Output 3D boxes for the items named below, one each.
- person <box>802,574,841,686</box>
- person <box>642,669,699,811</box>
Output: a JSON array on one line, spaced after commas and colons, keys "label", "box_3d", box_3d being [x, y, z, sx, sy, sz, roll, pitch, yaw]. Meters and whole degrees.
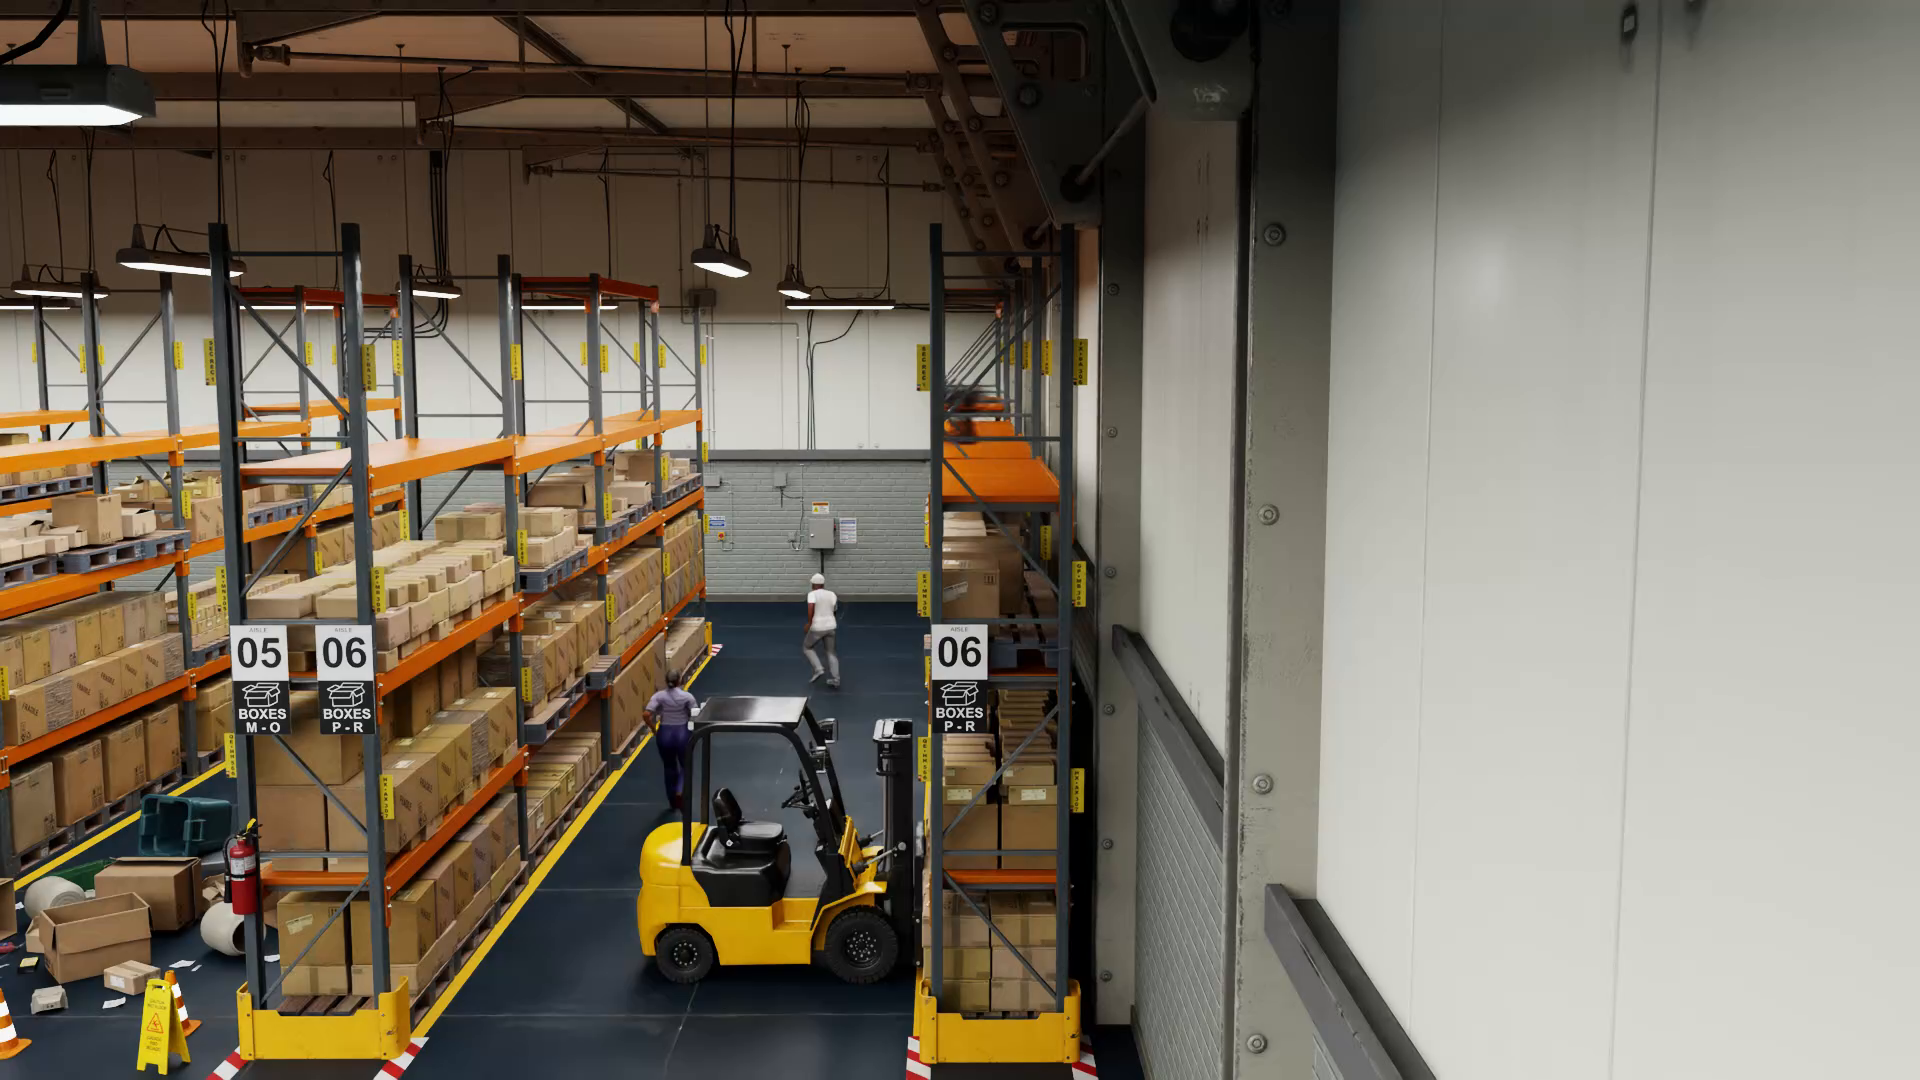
[{"label": "person", "box_3d": [-2.138, 1.362, 25.442, 0.721, 1.662, 0.932, -5, 8, -36]}, {"label": "person", "box_3d": [-3.172, 2.216, 18.405, 0.628, 1.611, 0.861, 0, 7, -1]}]
